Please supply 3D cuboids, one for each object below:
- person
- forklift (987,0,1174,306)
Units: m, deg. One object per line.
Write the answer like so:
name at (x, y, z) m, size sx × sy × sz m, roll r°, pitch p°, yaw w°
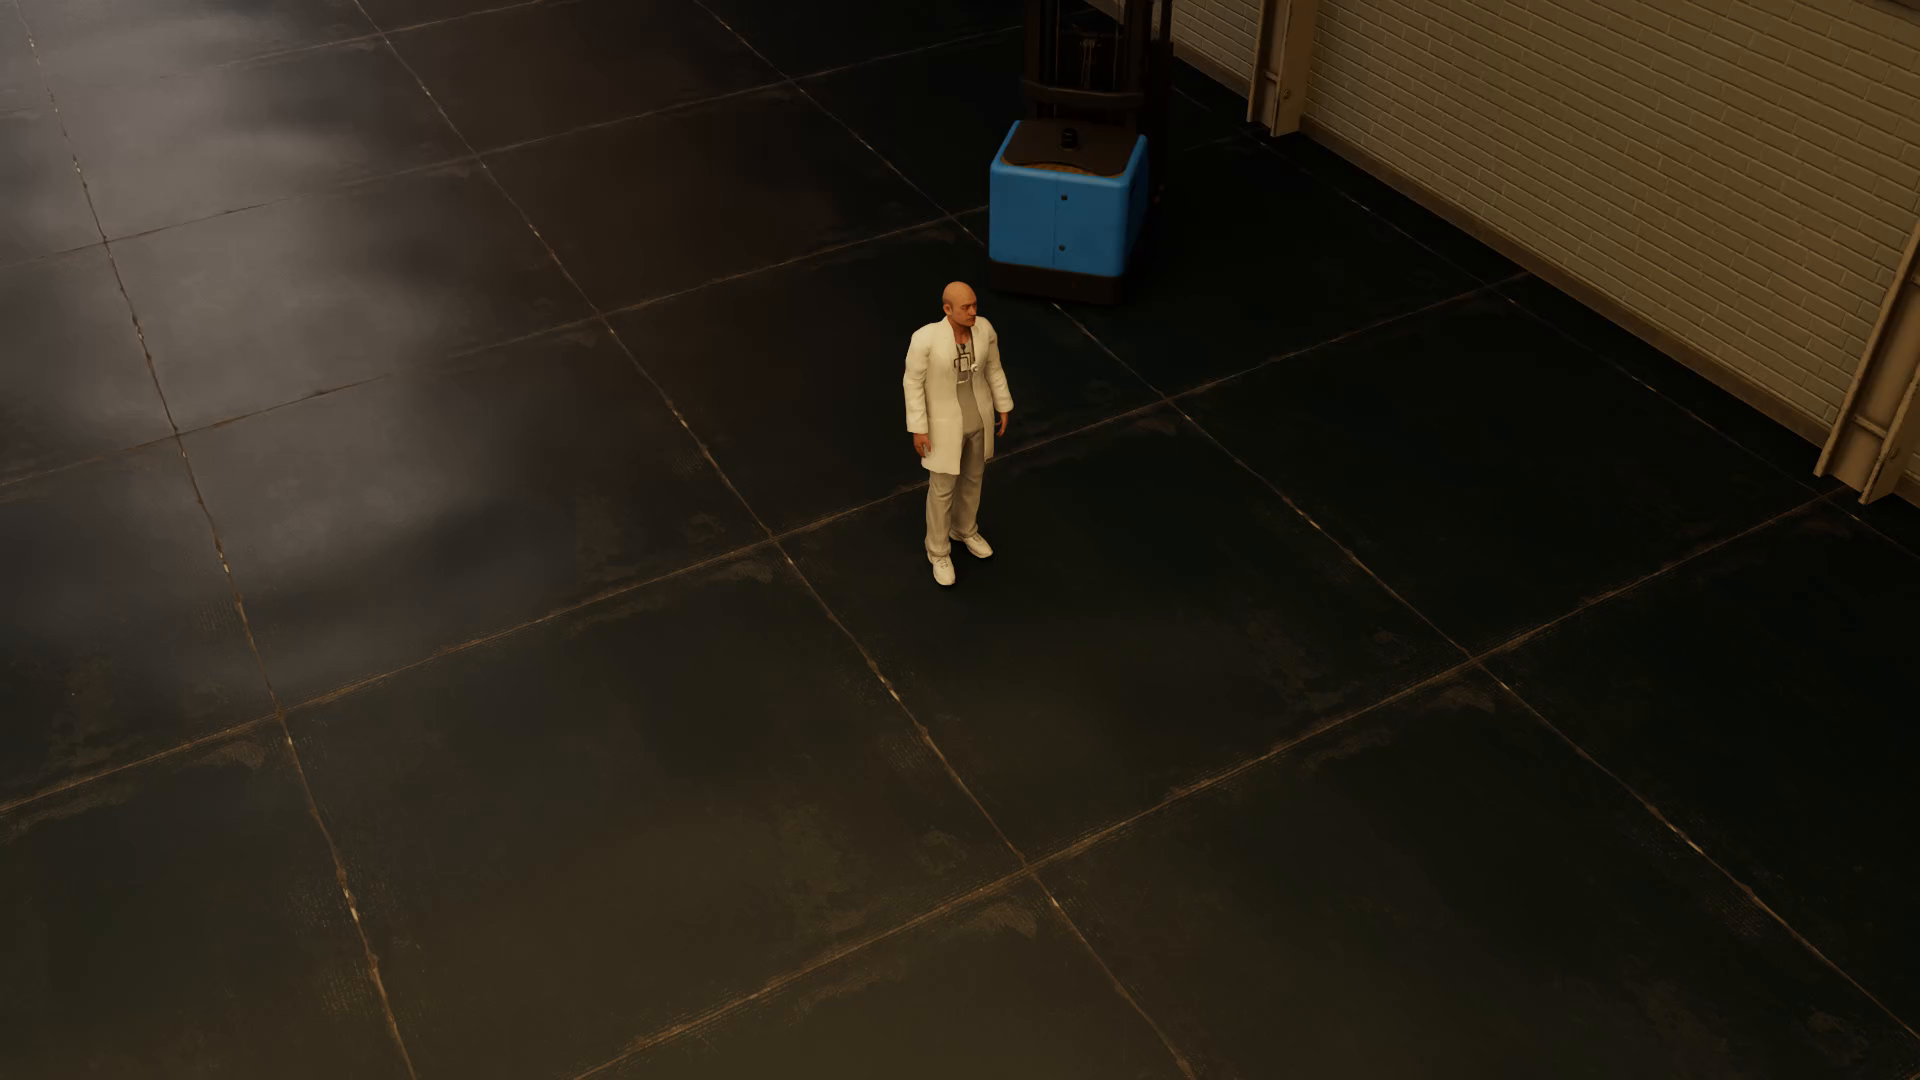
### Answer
person at (0.043, -0.638, 9.697) m, size 0.696 × 1.778 × 0.578 m, roll -20°, pitch 44°, yaw -23°
forklift at (1.078, -3.811, 12.630) m, size 1.130 × 2.935 × 3.031 m, roll 10°, pitch 41°, yaw 12°
